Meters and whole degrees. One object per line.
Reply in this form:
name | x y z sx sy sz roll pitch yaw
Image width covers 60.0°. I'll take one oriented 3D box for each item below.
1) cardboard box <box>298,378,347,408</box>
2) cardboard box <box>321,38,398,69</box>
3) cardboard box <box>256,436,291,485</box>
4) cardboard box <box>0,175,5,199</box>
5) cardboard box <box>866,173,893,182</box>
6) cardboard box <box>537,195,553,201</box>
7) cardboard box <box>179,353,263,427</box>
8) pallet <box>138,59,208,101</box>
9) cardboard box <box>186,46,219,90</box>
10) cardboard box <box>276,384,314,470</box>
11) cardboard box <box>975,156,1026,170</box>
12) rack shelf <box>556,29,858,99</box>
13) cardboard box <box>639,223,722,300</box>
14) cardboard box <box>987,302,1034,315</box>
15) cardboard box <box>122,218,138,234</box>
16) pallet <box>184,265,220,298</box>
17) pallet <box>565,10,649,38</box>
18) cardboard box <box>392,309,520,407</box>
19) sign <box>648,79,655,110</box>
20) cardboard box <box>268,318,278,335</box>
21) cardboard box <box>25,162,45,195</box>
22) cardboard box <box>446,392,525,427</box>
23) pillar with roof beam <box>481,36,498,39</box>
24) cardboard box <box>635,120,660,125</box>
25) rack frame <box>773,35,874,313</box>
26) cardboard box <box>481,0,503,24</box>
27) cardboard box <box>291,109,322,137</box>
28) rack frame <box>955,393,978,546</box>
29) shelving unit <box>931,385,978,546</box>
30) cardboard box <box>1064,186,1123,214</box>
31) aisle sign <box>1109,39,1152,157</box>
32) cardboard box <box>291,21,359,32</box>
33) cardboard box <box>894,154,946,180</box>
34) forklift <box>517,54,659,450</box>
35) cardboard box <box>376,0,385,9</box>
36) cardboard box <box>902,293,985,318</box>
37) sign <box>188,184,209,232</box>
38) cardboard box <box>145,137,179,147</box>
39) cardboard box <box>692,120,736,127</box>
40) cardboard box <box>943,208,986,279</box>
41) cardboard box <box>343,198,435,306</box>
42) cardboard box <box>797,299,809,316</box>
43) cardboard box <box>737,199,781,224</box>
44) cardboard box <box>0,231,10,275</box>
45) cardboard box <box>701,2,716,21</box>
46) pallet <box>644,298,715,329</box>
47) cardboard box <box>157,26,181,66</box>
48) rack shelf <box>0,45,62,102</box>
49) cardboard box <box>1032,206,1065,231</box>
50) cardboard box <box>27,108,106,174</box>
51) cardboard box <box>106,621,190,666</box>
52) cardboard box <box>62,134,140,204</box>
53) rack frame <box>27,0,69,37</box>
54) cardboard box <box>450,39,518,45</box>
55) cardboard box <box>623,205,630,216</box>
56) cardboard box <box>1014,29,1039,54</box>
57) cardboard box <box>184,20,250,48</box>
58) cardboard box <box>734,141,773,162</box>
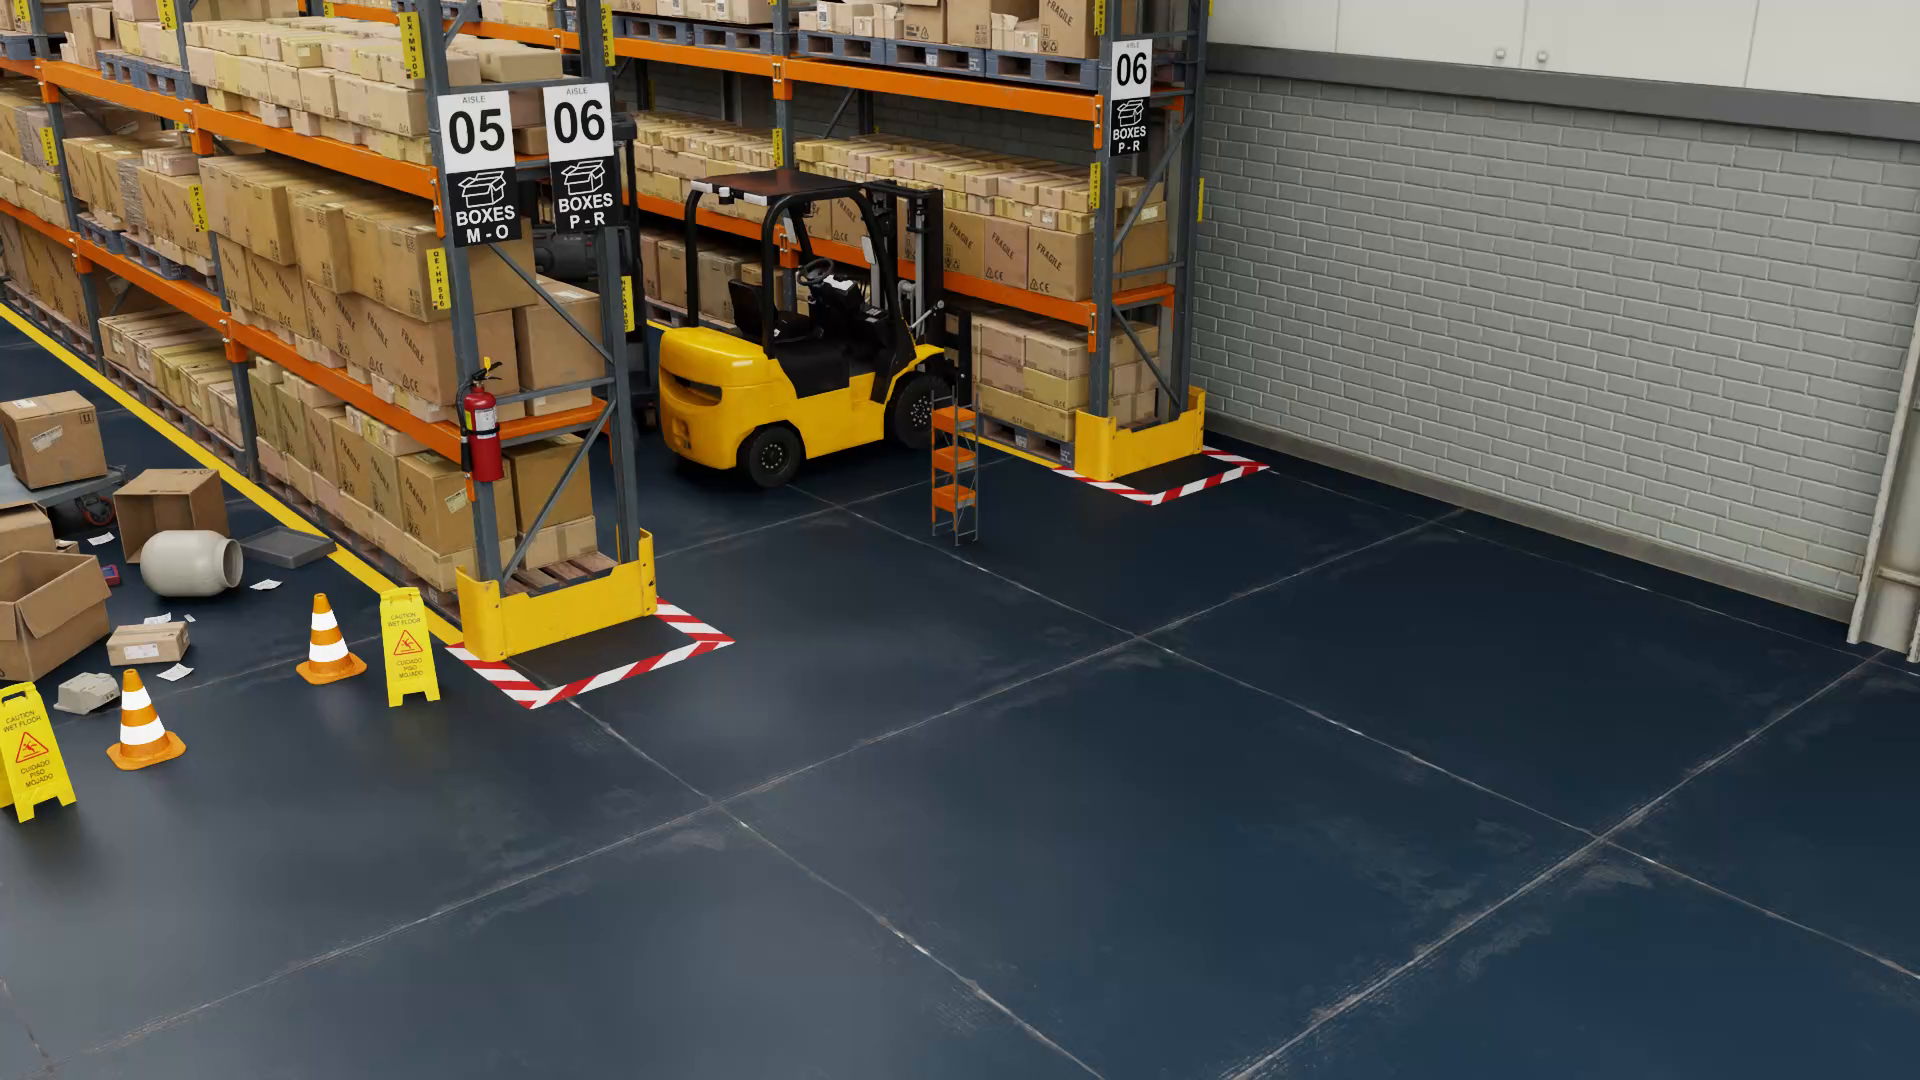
cardboard box | -4.243 -1.021 11.255 0.380 0.149 0.250 -16 26 -34
cardboard box | -3.559 -2.892 9.892 0.380 0.149 0.250 -18 28 -39
cardboard box | -4.794 -0.634 12.184 0.500 0.250 0.500 -19 28 -40
cardboard box | -9.448 -3.614 16.804 0.500 0.250 0.500 -18 28 -38
cardboard box | -0.571 -3.031 14.084 0.380 0.149 0.250 -18 28 -38
cardboard box | -4.820 -3.879 19.236 0.380 0.149 0.250 -16 27 -36
cardboard box | -5.790 -1.260 13.616 0.950 0.372 0.625 -15 26 -34
pallet | -5.296 -3.451 12.327 1.213 0.211 1.003 -17 27 -37
cardboard box | -4.894 -3.225 11.289 0.500 0.250 0.500 -18 28 -39
cardboard box | -4.435 -0.838 11.677 0.500 0.500 0.500 -16 27 -35
cardboard box | 0.349 -3.088 13.822 0.380 0.149 0.250 -17 27 -37
rack shelf | -2.522 -4.743 16.354 1.077 0.370 4.000 -17 27 -37
cardboard box | -2.998 -2.969 17.633 0.875 0.625 0.625 -16 27 -36
cardboard box | 0.577 -1.860 13.944 0.500 0.250 0.500 -18 27 -38
cardboard box | -6.831 -2.694 14.018 0.380 0.149 0.250 -16 26 -34
pallet | -5.363 -2.102 13.002 1.003 0.211 1.213 -17 27 -37
pallet | -3.317 -5.376 17.244 1.213 0.211 1.003 -16 26 -35
cardboard box | -2.926 -1.110 9.661 0.500 0.500 0.500 -18 28 -38
sign | -3.409 -4.906 18.309 0.100 0.325 0.005 -17 27 -37
cardboard box | -4.611 -1.542 11.653 0.380 0.149 0.250 -18 27 -38
cardboard box | -8.431 -3.428 15.644 0.500 0.250 0.500 -18 28 -39
cardboard box | -2.769 -0.776 9.698 0.380 0.149 0.250 -16 27 -36
pillar with roof beam | -9.471 -7.514 18.331 9.100 9.000 0.400 -17 27 -37
cardboard box | -3.300 -4.217 17.110 0.380 0.149 0.250 -17 27 -37
rack frame | -1.216 -3.129 15.359 1.000 3.000 0.127 -17 27 -37
cardboard box | -5.002 -5.922 18.582 0.500 0.250 0.500 -17 27 -37
cardboard box | -3.844 -2.566 10.155 0.380 0.149 0.250 -18 28 -38
rack frame | 0.045 -0.470 11.244 0.200 1.050 0.008 -17 27 -37
shelving unit | -0.035 -0.504 11.330 0.215 1.050 0.252 -17 27 -37
cardboard box | 1.001 -2.559 12.471 0.380 0.149 0.250 -17 27 -37
aisle sign | 1.215 -3.146 11.838 0.394 0.787 0.004 -17 27 -37
cardboard box | -4.272 -3.415 11.227 0.380 0.149 0.250 -17 27 -36
cardboard box | -0.332 -3.120 13.903 0.380 0.149 0.250 -18 27 -38
forklift | -3.127 -2.359 13.488 1.130 2.935 3.031 -5 22 -13
cardboard box | -7.054 -6.716 20.750 0.380 0.149 0.250 -18 27 -38
cardboard box | -0.142 -1.876 13.984 0.500 0.250 0.500 -18 28 -38
sign | -5.392 -2.352 11.788 0.100 0.325 0.005 -17 27 -37
cardboard box | -6.732 -3.232 14.502 0.500 0.500 0.500 -18 28 -38
cardboard box | -2.532 -4.218 17.114 0.380 0.149 0.250 -18 28 -38
cardboard box | 0.208 -2.431 13.440 0.500 0.500 0.500 -18 28 -38
cardboard box | -3.187 -1.722 9.852 0.700 0.500 0.500 -17 27 -37
cardboard box | -1.134 -2.070 15.164 0.500 0.250 0.500 -18 27 -38
cardboard box | -1.743 -3.136 15.583 0.500 0.250 0.500 -17 27 -36
cardboard box | -10.525 -3.358 18.881 0.875 0.438 0.875 -18 28 -38
cardboard box | -2.164 -4.882 15.354 0.380 0.149 0.250 -18 27 -38
pallet | -2.527 -2.362 17.225 1.003 0.211 1.213 -17 27 -37
cardboard box | -5.465 -3.595 12.067 0.500 0.250 0.500 -18 28 -38
rack shelf | -8.891 -4.665 16.156 1.077 0.370 4.000 -17 27 -37
cardboard box | 0.767 -2.465 12.637 0.380 0.149 0.250 -17 27 -37
cardboard box | -8.121 -3.644 15.166 0.500 0.500 0.500 -18 28 -39
cardboard box | -4.749 0.606 9.734 0.380 0.149 0.250 -4 22 -10
cardboard box | -7.467 -3.252 14.554 0.500 0.500 0.500 -18 28 -39
rack frame | -7.585 -5.845 14.067 1.000 3.000 0.127 -17 27 -37
cardboard box | -2.841 -2.875 9.850 0.380 0.149 0.250 -18 27 -38
cardboard box | -3.932 -3.786 18.999 0.380 0.149 0.250 -16 26 -35
cardboard box | 0.624 -3.702 12.341 0.380 0.149 0.250 -18 28 -39
cardboard box | -5.016 -3.432 11.272 0.380 0.149 0.250 -18 28 -38
cardboard box | -1.909 -3.666 15.704 0.380 0.149 0.250 -17 27 -37
